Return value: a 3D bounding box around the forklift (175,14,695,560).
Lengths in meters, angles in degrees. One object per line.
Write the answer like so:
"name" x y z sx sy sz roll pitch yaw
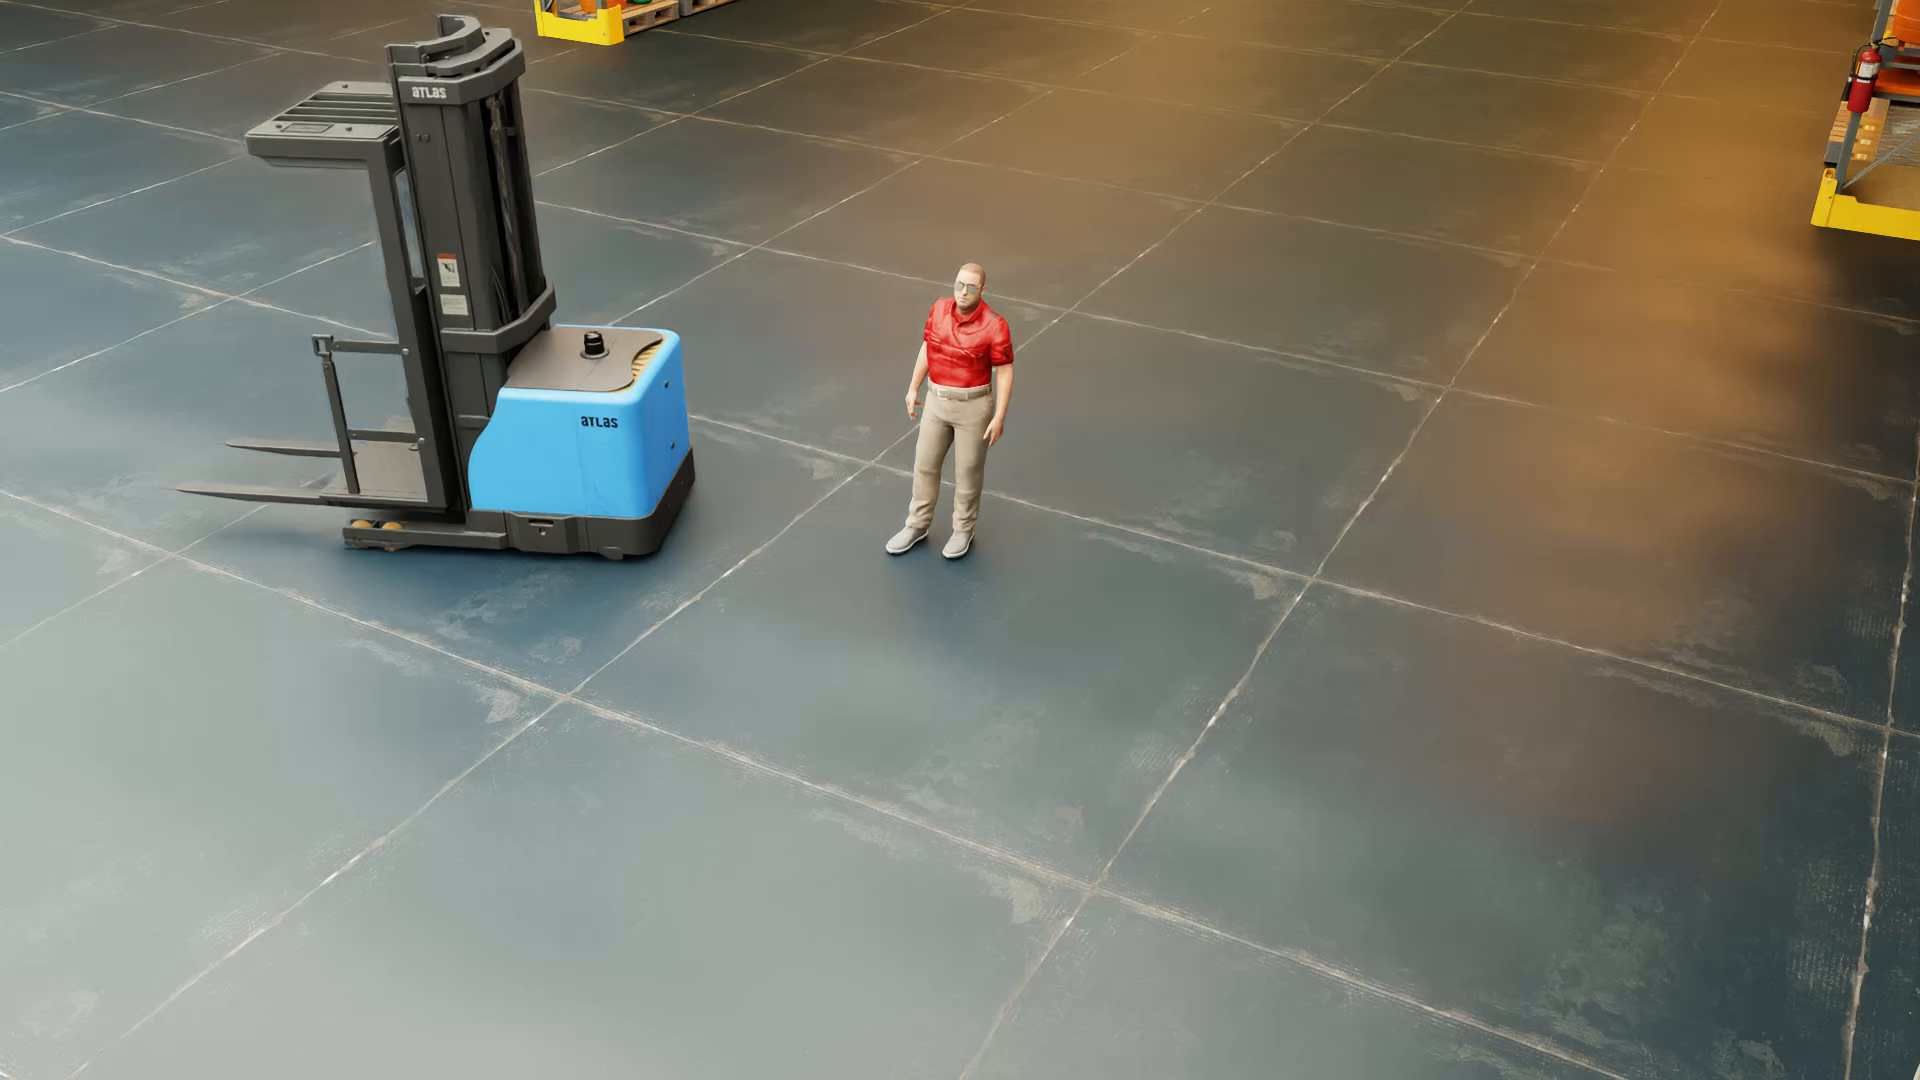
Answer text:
"forklift" -3.230 -1.463 9.605 3.031 2.935 1.130 3 30 6

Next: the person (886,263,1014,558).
"person" -0.054 -0.719 9.504 0.640 1.727 0.551 15 33 25
